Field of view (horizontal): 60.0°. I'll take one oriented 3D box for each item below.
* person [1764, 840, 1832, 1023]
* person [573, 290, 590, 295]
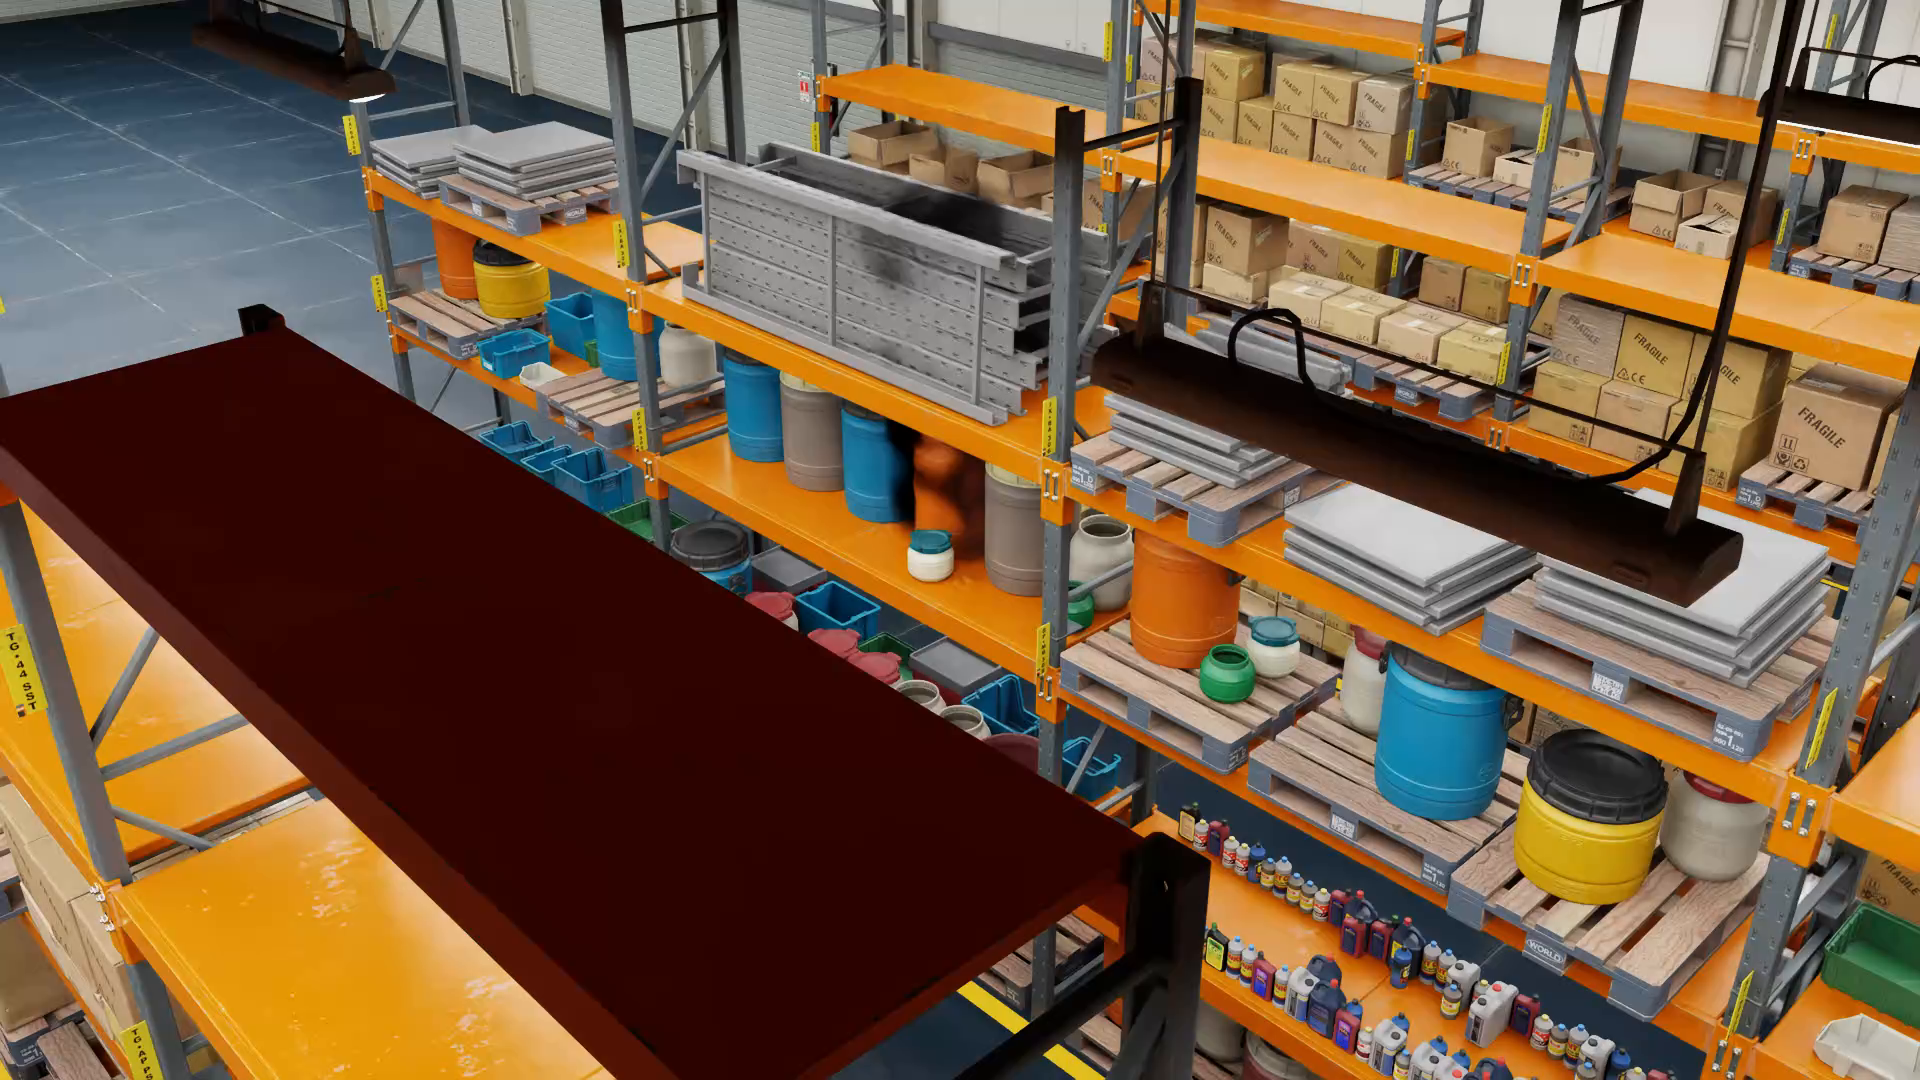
[{"bbox_3d":[5.172,2.528,10.401,0.710,1.666,0.646,20,34,33],"label":"person"},{"bbox_3d":[-4.279,-2.136,19.216,0.496,1.566,0.541,-7,29,-12],"label":"person"}]
